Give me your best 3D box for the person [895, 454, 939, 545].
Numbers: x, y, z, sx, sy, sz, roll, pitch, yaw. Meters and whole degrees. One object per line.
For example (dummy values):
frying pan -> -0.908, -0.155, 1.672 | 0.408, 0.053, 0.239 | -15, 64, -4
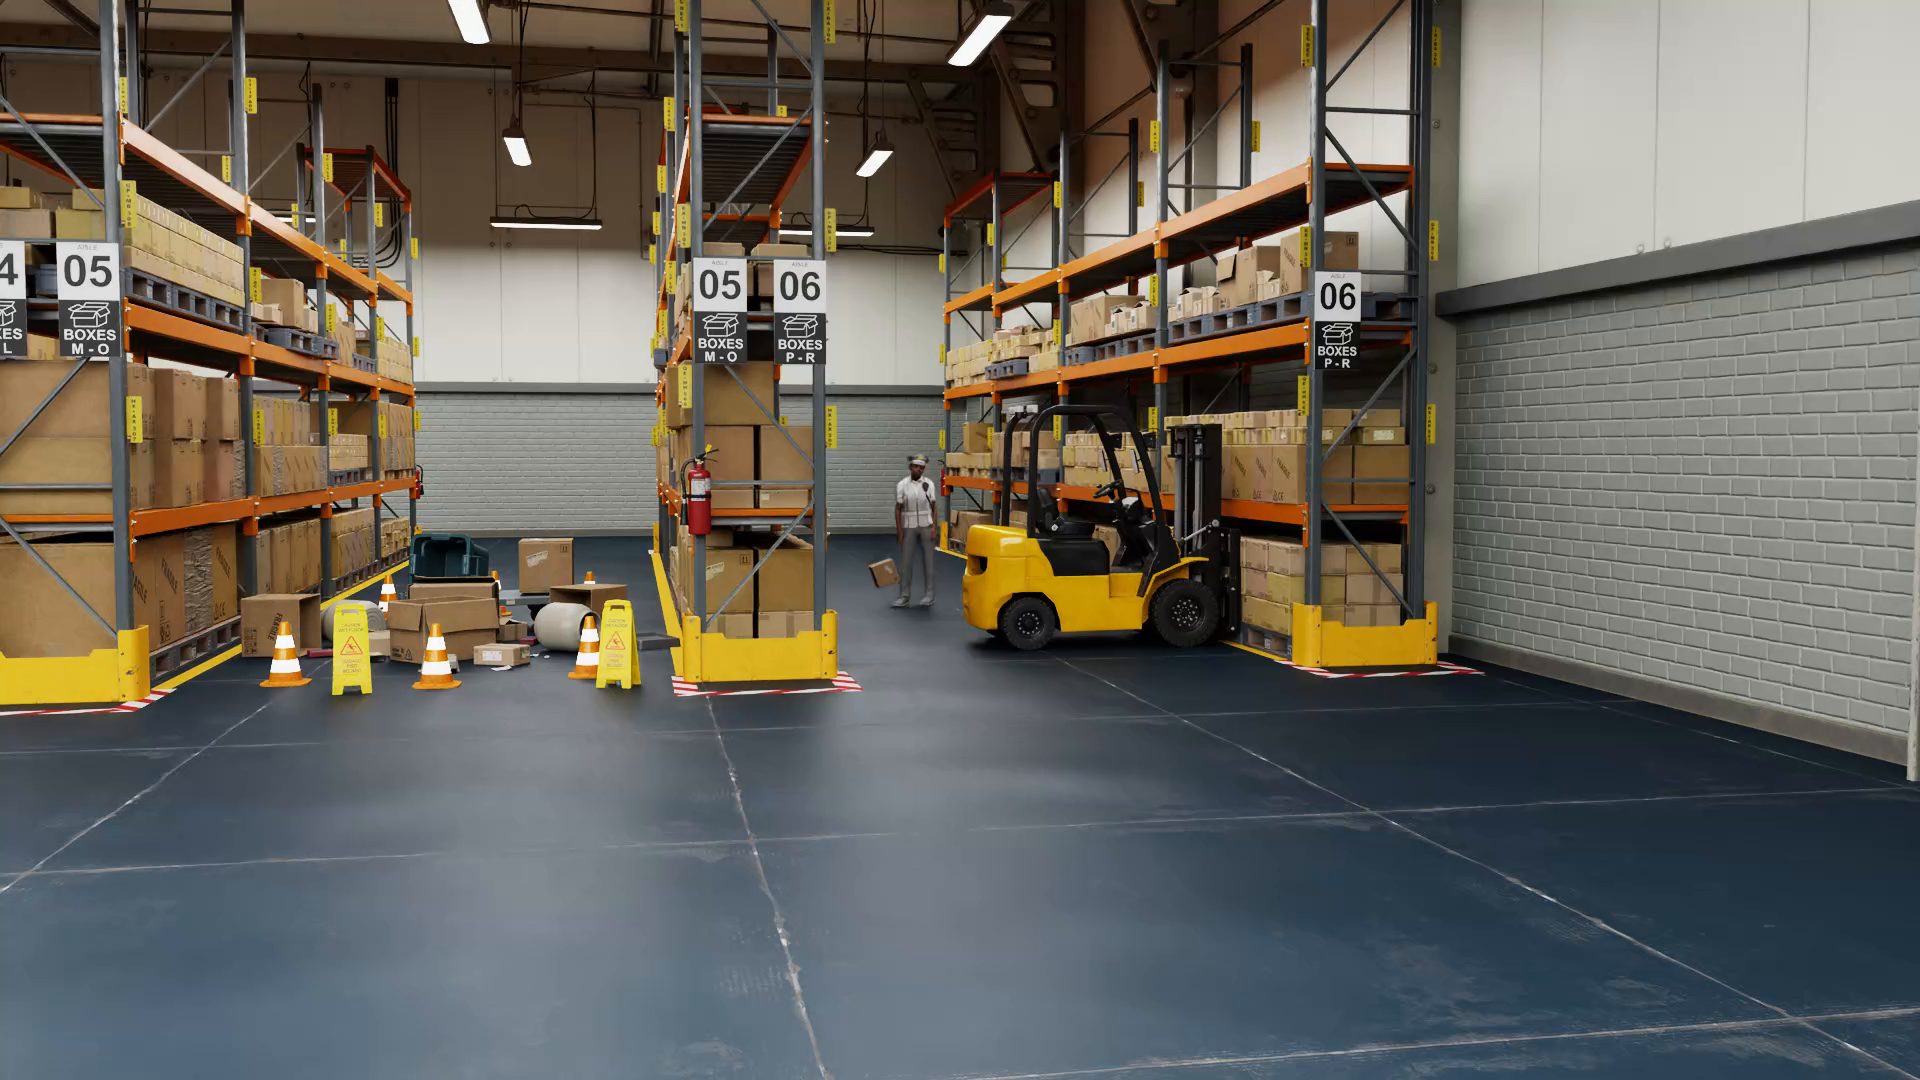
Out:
person -> -0.486, -0.451, 18.513 | 0.483, 1.016, 0.343 | -1, 3, -9
